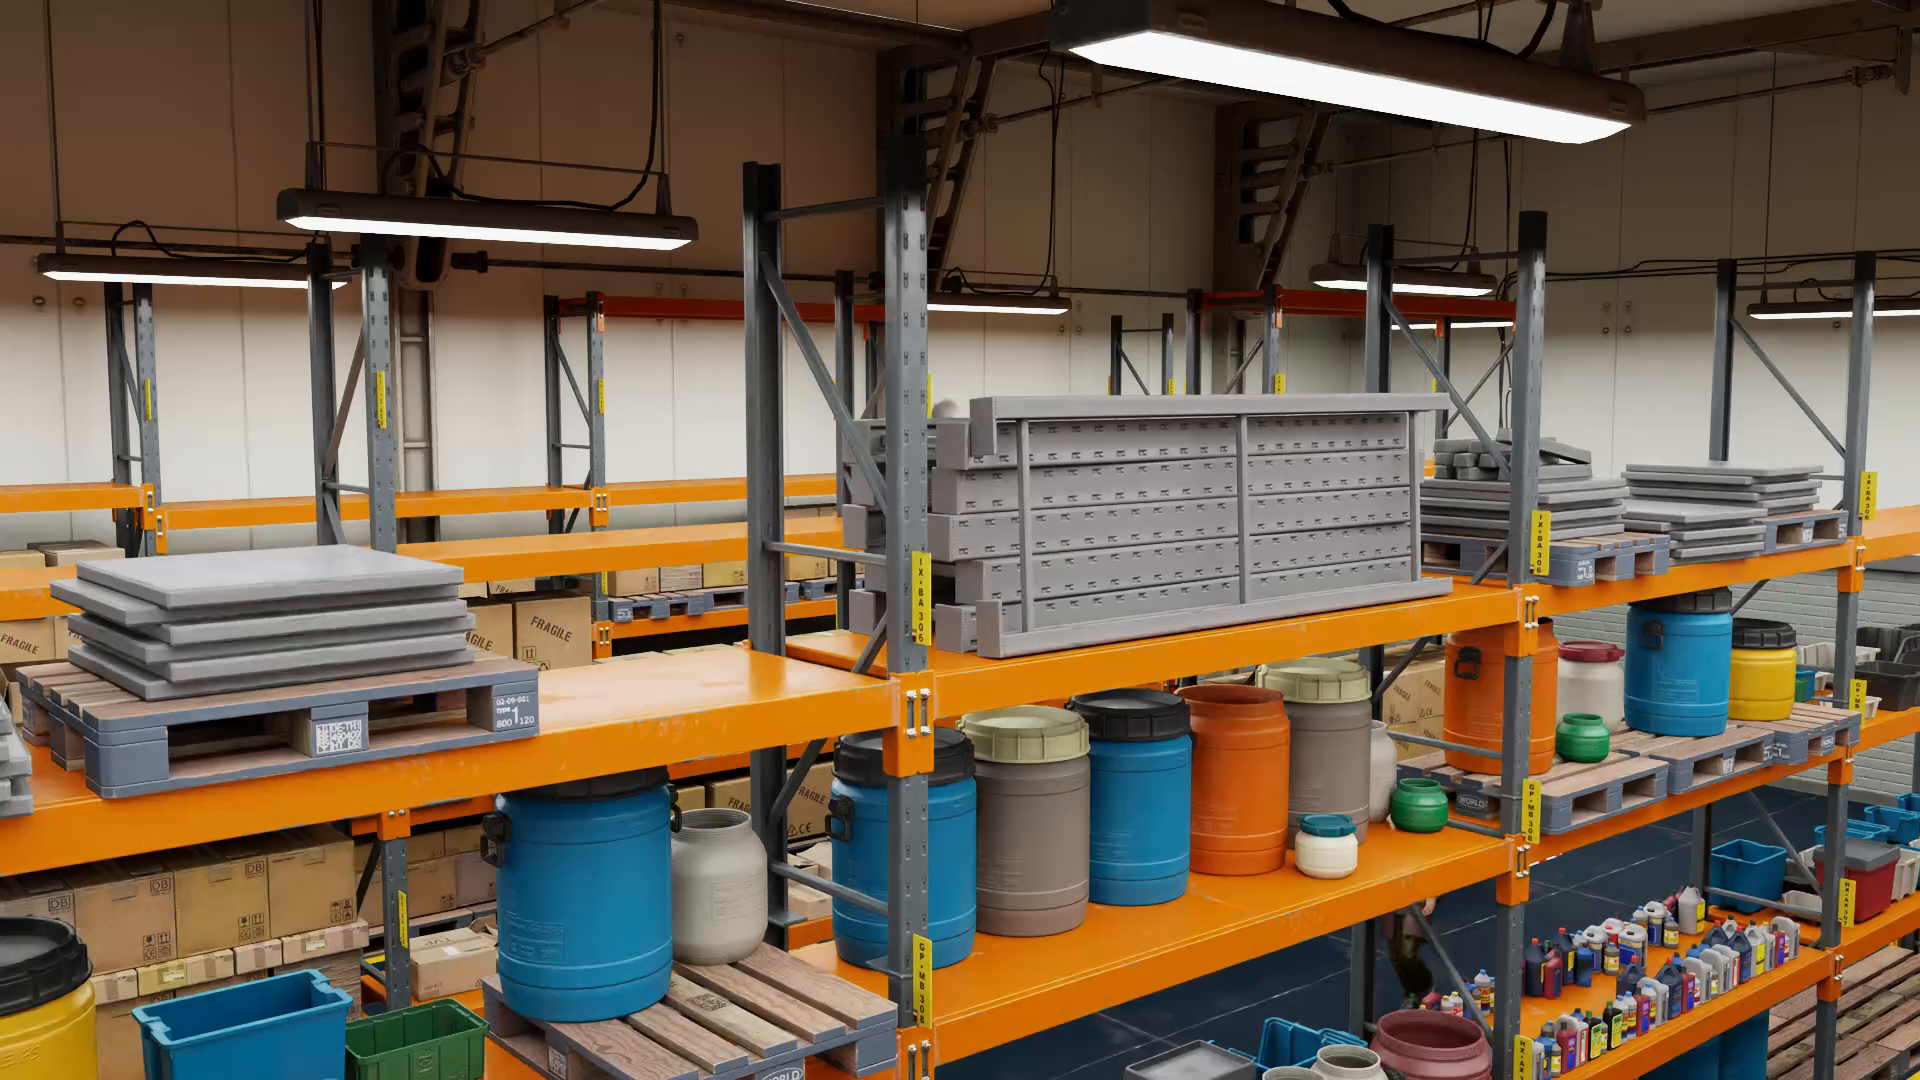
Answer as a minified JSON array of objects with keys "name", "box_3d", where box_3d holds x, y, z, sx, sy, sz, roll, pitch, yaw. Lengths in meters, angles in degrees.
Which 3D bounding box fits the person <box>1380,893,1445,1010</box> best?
[{"name":"person","box_3d":[3.606,2.994,13.466,0.682,1.735,0.654,5,7,42]}]
